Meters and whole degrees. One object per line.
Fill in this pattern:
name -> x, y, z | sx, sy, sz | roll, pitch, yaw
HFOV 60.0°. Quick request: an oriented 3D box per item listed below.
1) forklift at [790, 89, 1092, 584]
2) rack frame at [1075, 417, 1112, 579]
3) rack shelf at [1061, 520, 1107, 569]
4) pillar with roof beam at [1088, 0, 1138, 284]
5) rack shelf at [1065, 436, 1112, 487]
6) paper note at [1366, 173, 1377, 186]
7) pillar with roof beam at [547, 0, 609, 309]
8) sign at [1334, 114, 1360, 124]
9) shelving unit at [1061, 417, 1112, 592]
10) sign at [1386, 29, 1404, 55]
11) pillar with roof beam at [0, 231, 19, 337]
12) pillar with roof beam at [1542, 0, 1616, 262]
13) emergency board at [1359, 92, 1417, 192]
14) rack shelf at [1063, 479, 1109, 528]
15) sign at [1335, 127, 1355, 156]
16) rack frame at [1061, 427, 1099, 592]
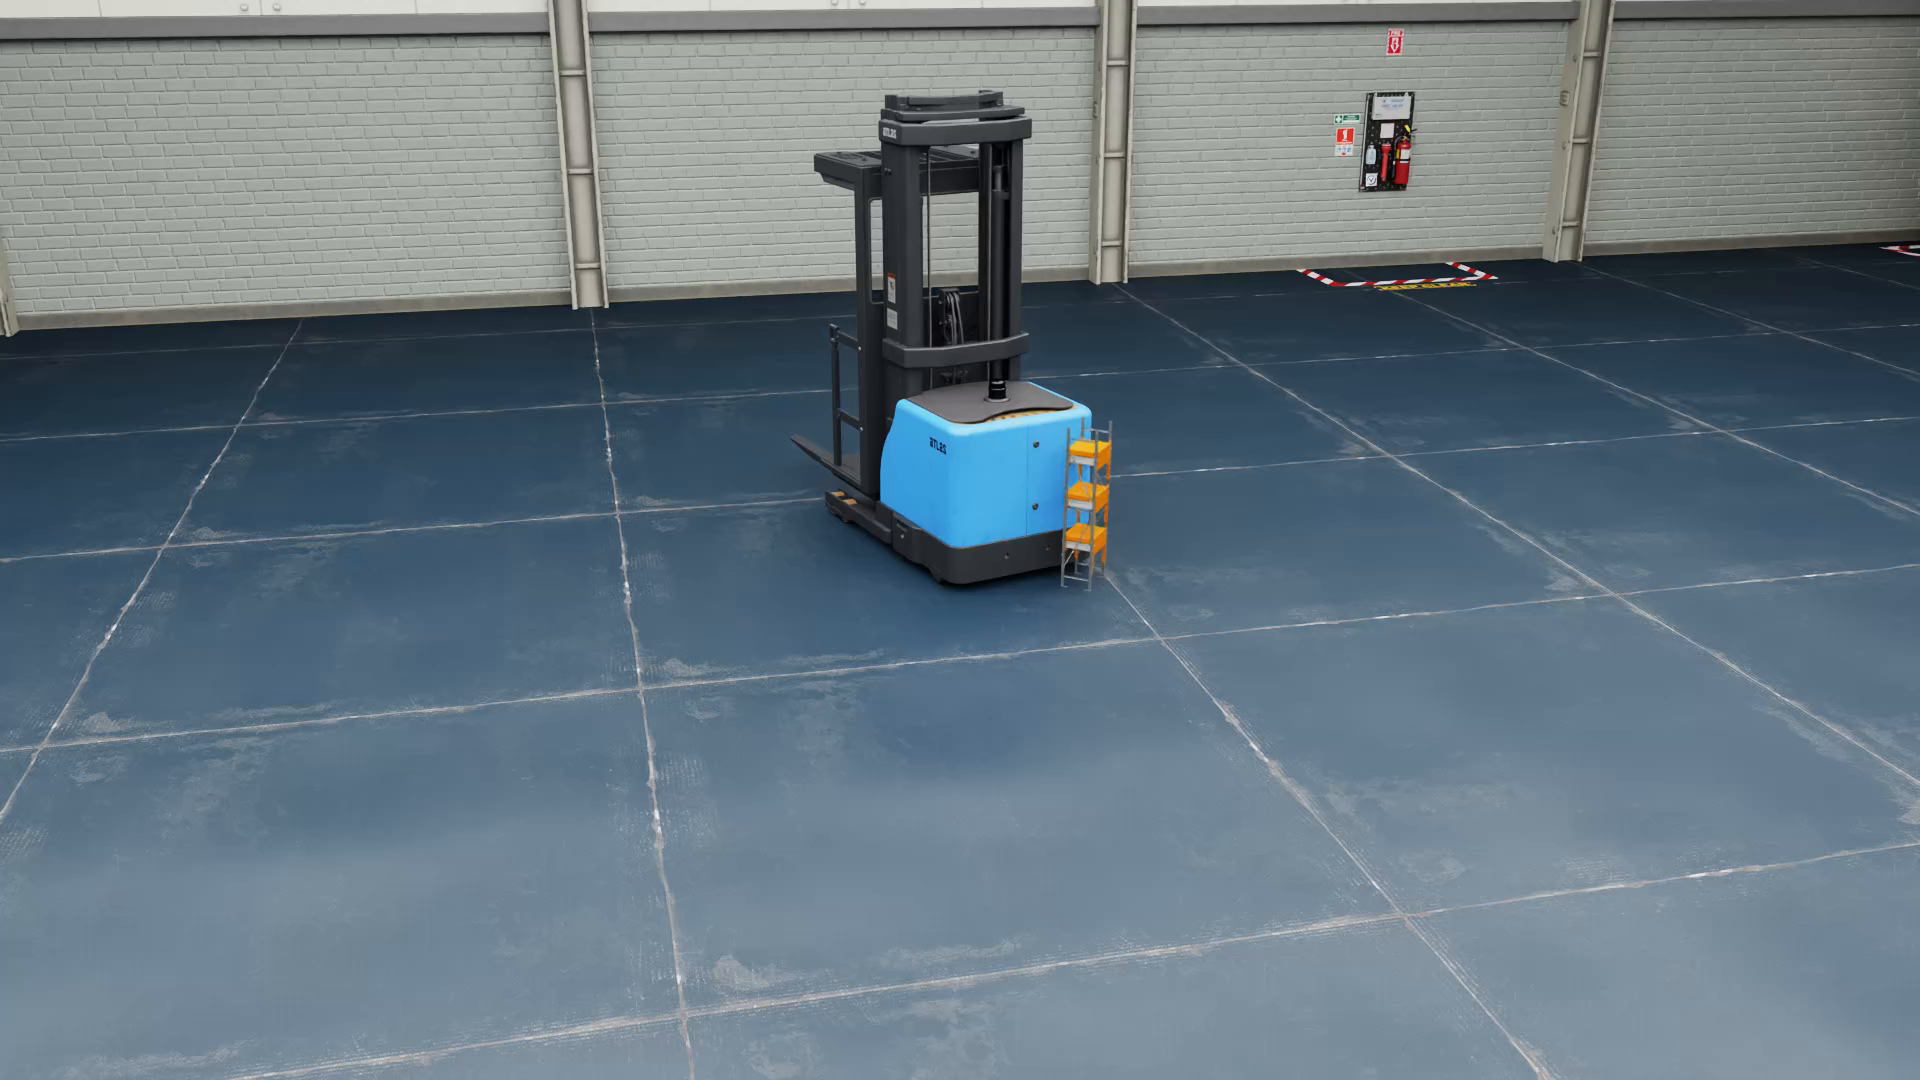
forklift -> -0.298, -1.565, 11.326 | 1.130, 2.935, 3.031 | -11, 23, -27
rack frame -> 0.839, -0.259, 10.486 | 0.200, 1.050, 0.008 | 10, 23, 23
rack shelf -> 0.783, 0.049, 10.485 | 0.215, 0.259, 0.240 | 10, 23, 23
pillar with roof beam -> 2.741, -5.853, 14.211 | 0.400, 9.000, 9.100 | -5, 21, -12
rack shelf -> 0.793, -0.476, 10.285 | 0.215, 0.259, 0.240 | 10, 23, 23
paper note -> 4.988, -4.365, 20.150 | 0.142, 0.148, 0.016 | -5, 21, -12
pillar with roof beam -> -3.098, -5.378, 12.914 | 0.400, 9.000, 9.100 | -5, 21, -12
sign -> 4.621, -5.023, 19.844 | 0.331, 0.109, 0.001 | -5, 21, -12
shelving unit -> 0.788, -0.221, 10.382 | 0.215, 1.050, 0.252 | 10, 23, 23
sign -> 5.145, -5.891, 19.664 | 0.199, 0.298, 0.001 | -5, 21, -12
pillar with roof beam -> -8.937, -4.903, 11.618 | 0.400, 9.000, 9.100 | -5, 21, -12
pillar with roof beam -> 8.580, -6.328, 15.507 | 0.400, 9.000, 9.100 | -5, 21, -12
emergency board -> 5.176, -4.769, 19.974 | 0.643, 1.169, 0.194 | -5, 21, -12
rack shelf -> 0.788, -0.211, 10.386 | 0.215, 0.259, 0.240 | 10, 23, 23
sign -> 4.614, -4.777, 19.942 | 0.234, 0.329, 0.001 | -5, 21, -12
rack frame -> 0.737, -0.182, 10.278 | 0.200, 1.050, 0.008 | 10, 23, 23
